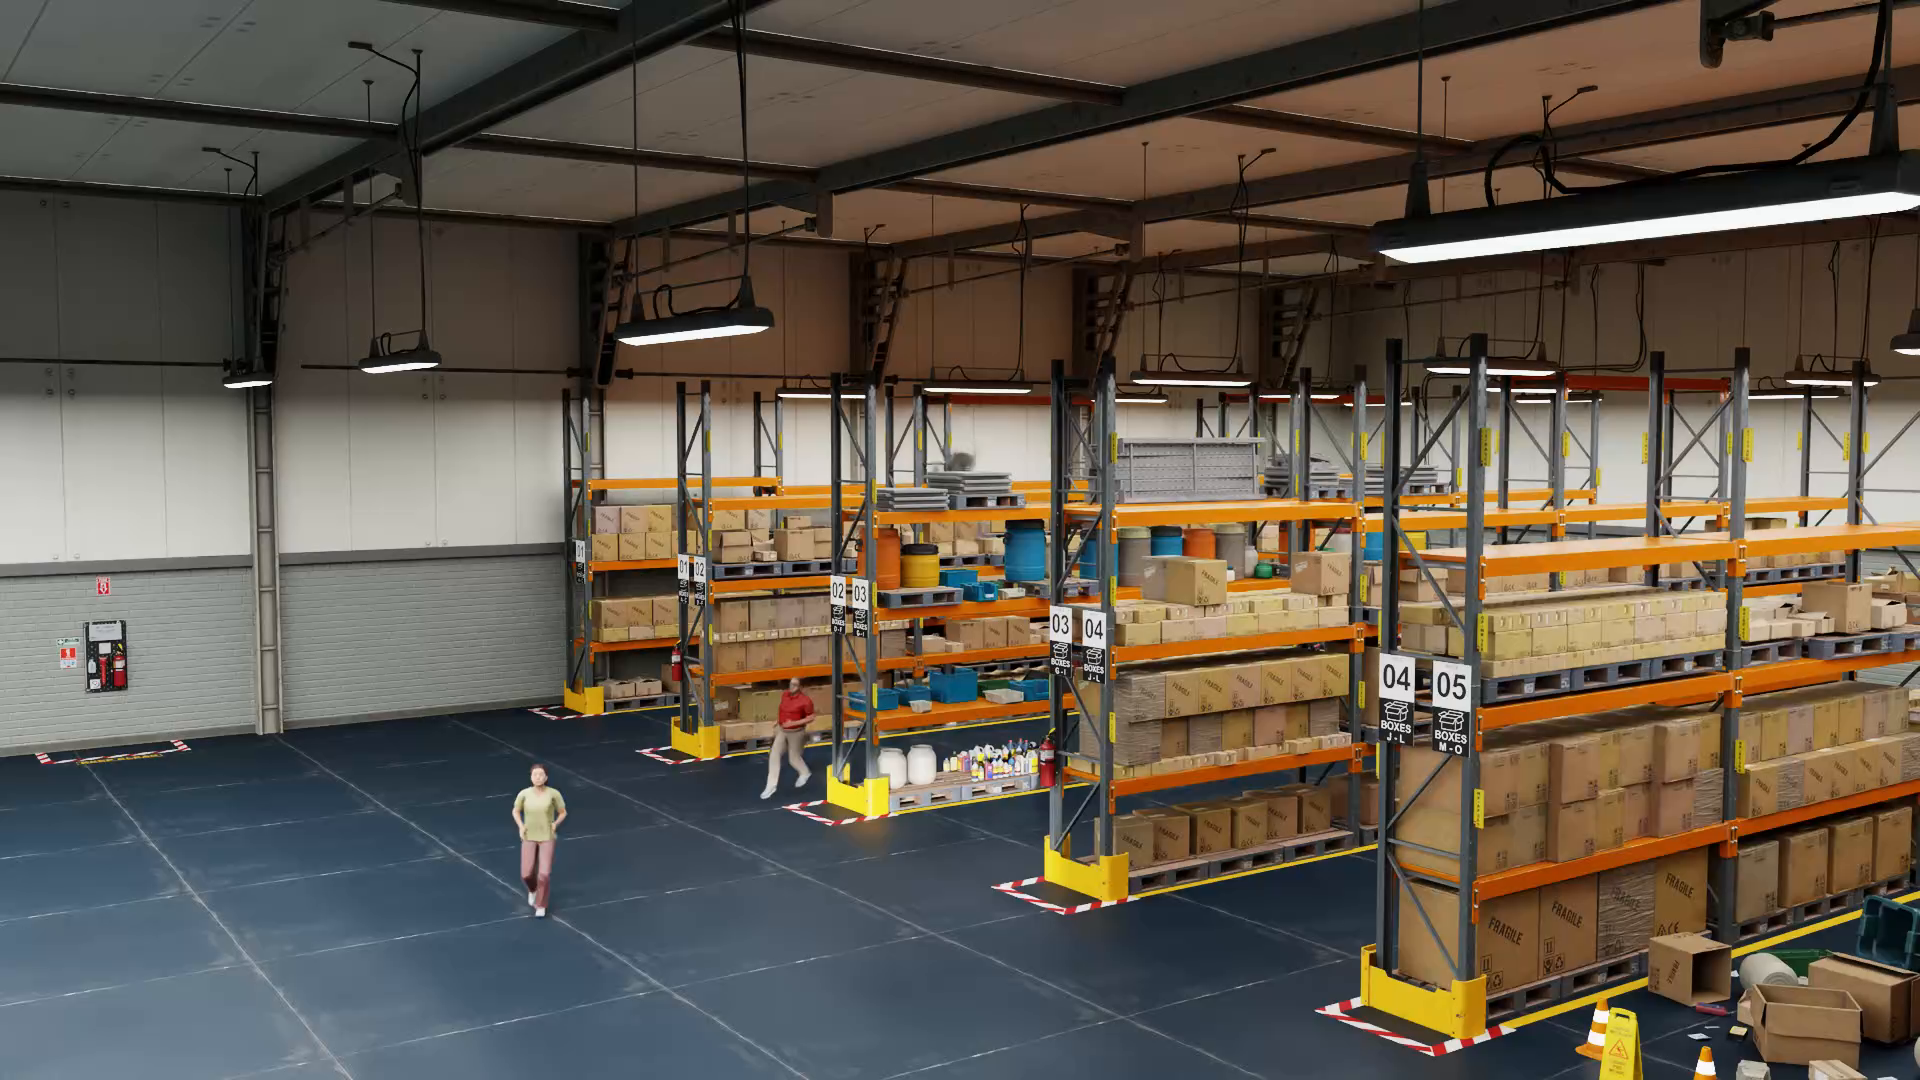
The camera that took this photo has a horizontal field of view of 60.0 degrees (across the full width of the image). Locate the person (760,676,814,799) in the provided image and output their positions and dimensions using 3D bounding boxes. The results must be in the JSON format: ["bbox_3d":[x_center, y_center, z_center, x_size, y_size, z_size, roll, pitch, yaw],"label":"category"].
[{"bbox_3d":[-2.370,2.794,23.755,0.693,1.717,0.938,2,4,29],"label":"person"}]

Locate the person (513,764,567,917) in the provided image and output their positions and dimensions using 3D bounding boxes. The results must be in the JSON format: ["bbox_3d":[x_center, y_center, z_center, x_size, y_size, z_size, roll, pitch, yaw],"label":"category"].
[{"bbox_3d":[-4.502,3.206,17.806,0.576,1.622,0.559,-1,4,-9],"label":"person"}]
